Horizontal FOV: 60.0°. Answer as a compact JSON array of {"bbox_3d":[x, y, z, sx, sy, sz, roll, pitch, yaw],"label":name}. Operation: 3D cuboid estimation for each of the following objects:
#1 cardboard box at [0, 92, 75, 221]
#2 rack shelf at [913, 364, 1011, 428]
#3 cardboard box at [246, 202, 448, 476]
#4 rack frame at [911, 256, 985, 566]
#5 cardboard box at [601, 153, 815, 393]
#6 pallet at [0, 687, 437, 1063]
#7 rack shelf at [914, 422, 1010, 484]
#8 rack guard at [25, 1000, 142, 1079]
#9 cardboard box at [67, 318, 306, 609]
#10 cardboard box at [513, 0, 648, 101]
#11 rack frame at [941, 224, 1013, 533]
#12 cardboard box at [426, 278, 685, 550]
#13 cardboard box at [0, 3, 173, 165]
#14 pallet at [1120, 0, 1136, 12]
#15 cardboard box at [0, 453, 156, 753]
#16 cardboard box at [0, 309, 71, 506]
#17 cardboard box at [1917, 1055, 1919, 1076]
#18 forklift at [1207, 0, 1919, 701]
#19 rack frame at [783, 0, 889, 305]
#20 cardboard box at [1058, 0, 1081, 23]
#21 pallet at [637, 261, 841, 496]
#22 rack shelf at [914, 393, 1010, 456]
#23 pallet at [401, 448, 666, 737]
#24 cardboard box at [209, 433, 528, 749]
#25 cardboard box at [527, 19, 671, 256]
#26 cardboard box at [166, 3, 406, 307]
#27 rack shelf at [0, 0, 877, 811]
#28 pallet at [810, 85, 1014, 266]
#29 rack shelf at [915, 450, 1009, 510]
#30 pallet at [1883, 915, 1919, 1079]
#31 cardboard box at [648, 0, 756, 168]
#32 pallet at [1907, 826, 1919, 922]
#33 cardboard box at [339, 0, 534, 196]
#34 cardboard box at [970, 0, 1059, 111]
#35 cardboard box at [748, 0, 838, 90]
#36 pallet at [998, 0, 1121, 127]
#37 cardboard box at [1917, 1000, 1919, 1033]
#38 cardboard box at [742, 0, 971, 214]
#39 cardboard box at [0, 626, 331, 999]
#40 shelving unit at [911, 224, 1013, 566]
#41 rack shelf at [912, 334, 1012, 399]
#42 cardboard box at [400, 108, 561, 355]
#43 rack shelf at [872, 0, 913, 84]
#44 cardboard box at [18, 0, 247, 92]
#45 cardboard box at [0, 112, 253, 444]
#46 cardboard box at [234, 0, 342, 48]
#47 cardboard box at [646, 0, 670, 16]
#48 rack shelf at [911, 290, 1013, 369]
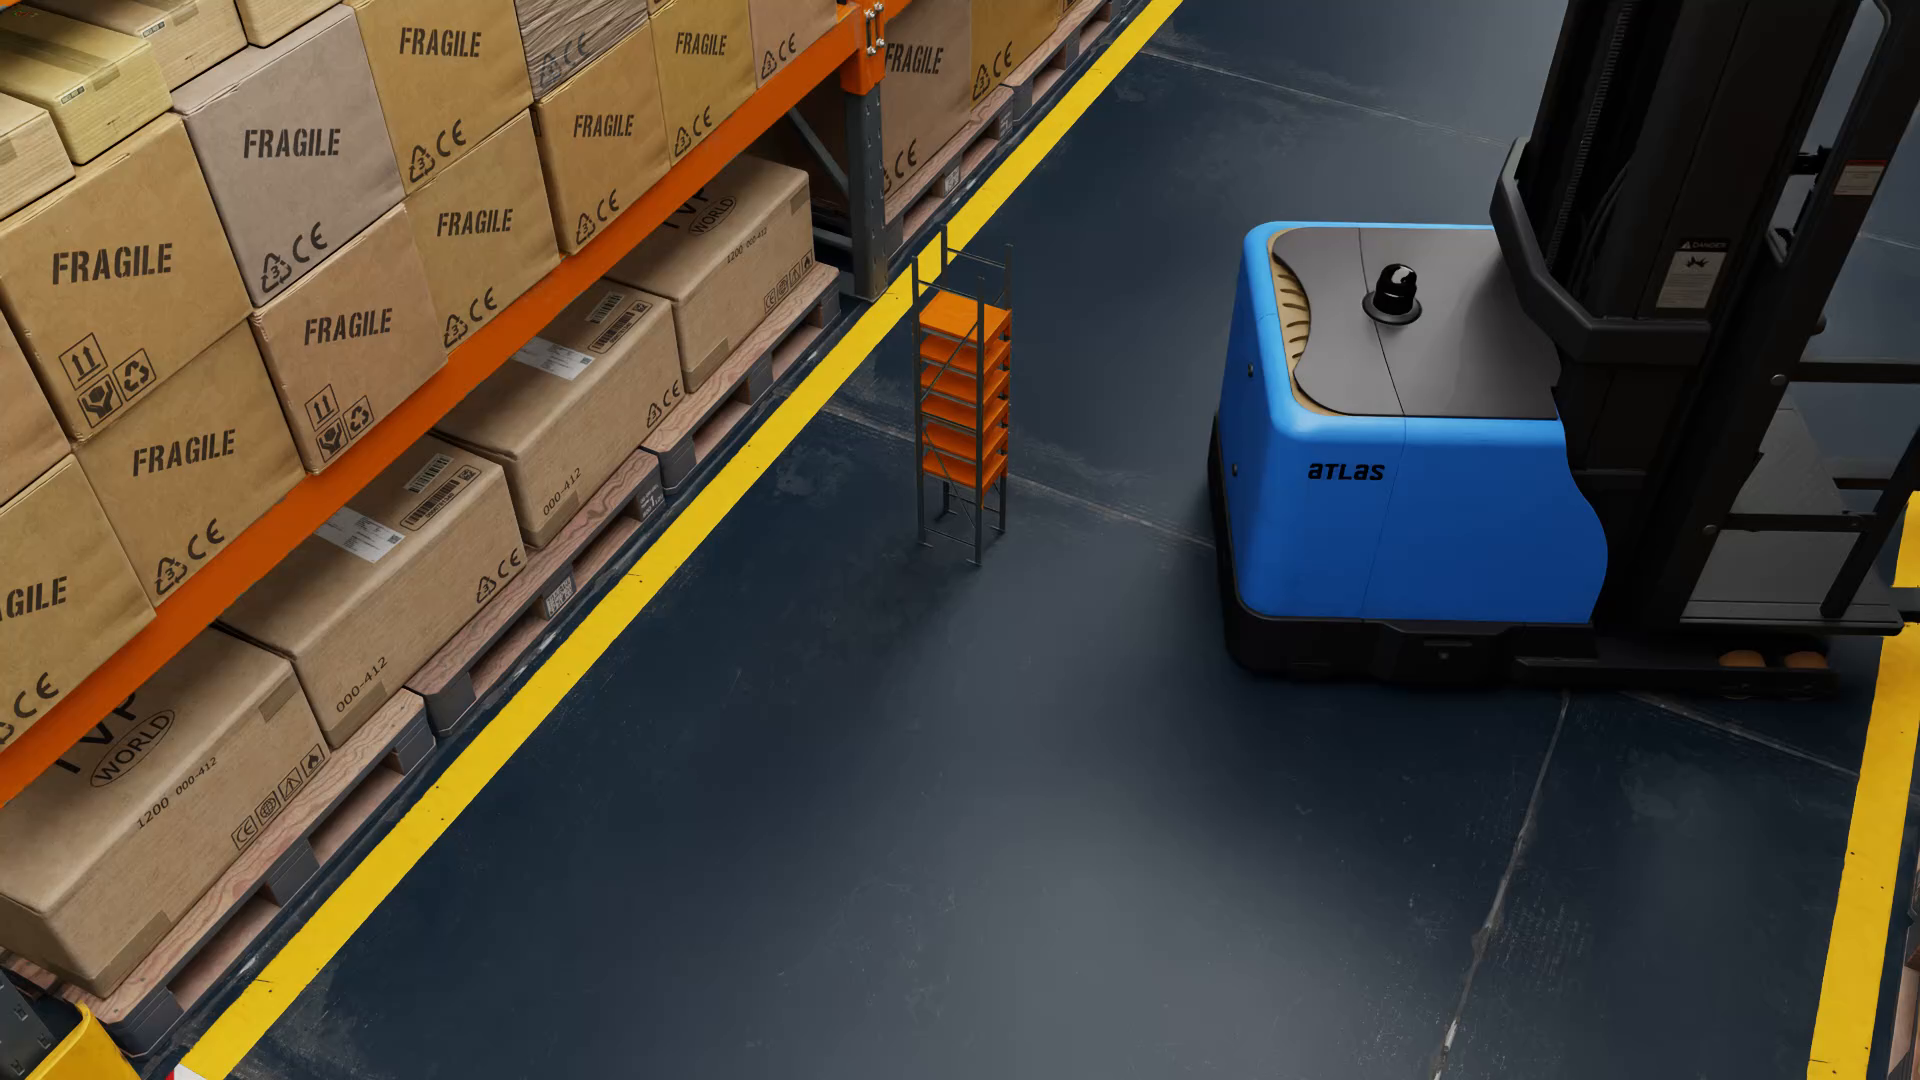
[{"bbox_3d":[-1.928,-0.743,3.146,0.380,0.149,0.250,22,49,20],"label":"cardboard box"},{"bbox_3d":[0.007,-0.484,5.279,0.258,0.103,0.180,20,49,19],"label":"rack shelf"},{"bbox_3d":[-1.679,-0.567,4.131,0.500,0.500,0.500,20,49,19],"label":"cardboard box"},{"bbox_3d":[-0.036,-0.373,5.275,0.240,1.200,0.006,20,49,19],"label":"rack frame"},{"bbox_3d":[-1.148,-1.088,6.223,0.875,0.438,0.875,20,49,19],"label":"cardboard box"},{"bbox_3d":[-2.317,0.769,4.842,1.003,0.211,1.213,20,49,19],"label":"pallet"},{"bbox_3d":[0.007,-0.315,5.449,0.258,0.103,0.180,20,49,19],"label":"rack shelf"},{"bbox_3d":[-2.630,1.212,4.200,1.175,0.500,0.348,20,49,19],"label":"rack guard"},{"bbox_3d":[-1.931,-0.252,3.820,0.500,0.500,0.500,20,49,19],"label":"cardboard box"},{"bbox_3d":[-1.207,-1.559,4.408,0.500,0.500,0.500,21,49,20],"label":"cardboard box"},{"bbox_3d":[0.049,-0.489,5.389,0.240,1.200,0.006,20,49,19],"label":"rack frame"},{"bbox_3d":[-1.563,-0.524,5.665,0.875,0.438,0.875,19,48,18],"label":"cardboard box"},{"bbox_3d":[-1.821,-0.915,3.316,0.380,0.149,0.250,19,48,18],"label":"cardboard box"},{"bbox_3d":[0.663,-3.269,8.833,1.003,0.211,1.213,20,49,19],"label":"pallet"},{"bbox_3d":[-2.141,0.076,3.496,0.500,0.500,0.500,20,49,19],"label":"cardboard box"},{"bbox_3d":[-2.143,-0.277,3.141,0.500,0.500,0.500,19,48,18],"label":"cardboard box"},{"bbox_3d":[2.512,1.216,3.939,0.380,0.149,0.250,21,49,19],"label":"cardboard box"},{"bbox_3d":[2.380,-0.911,4.589,3.031,2.935,1.130,1,45,1],"label":"forklift"},{"bbox_3d":[-0.762,-2.201,5.817,1.000,3.000,0.127,20,49,19],"label":"rack frame"},{"bbox_3d":[0.283,-3.154,7.957,0.875,0.875,0.875,21,49,20],"label":"cardboard box"},{"bbox_3d":[-1.184,-0.768,6.361,1.003,0.211,1.213,20,49,19],"label":"pallet"},{"bbox_3d":[0.007,-0.400,5.364,0.258,0.103,0.180,20,49,19],"label":"rack shelf"},{"bbox_3d":[-1.749,0.003,5.598,1.003,0.211,1.213,20,49,19],"label":"pallet"},{"bbox_3d":[-1.983,0.043,5.104,0.875,0.438,0.875,22,49,20],"label":"cardboard box"},{"bbox_3d":[-1.205,-1.213,4.769,0.500,0.500,0.500,20,49,18],"label":"cardboard box"},{"bbox_3d":[-1.678,-0.931,3.788,0.500,0.500,0.500,20,49,19],"label":"cardboard box"},{"bbox_3d":[-1.690,-0.689,4.827,1.077,0.370,4.000,20,49,19],"label":"rack shelf"},{"bbox_3d":[-0.470,-1.732,7.314,1.003,0.211,1.213,20,49,19],"label":"pallet"},{"bbox_3d":[0.007,-0.231,5.535,0.258,0.103,0.180,20,49,19],"label":"rack shelf"},{"bbox_3d":[2.824,1.556,4.064,1.003,0.211,1.213,20,49,19],"label":"pallet"},{"bbox_3d":[-0.984,-1.534,5.087,0.500,0.500,0.500,19,48,18],"label":"cardboard box"},{"bbox_3d":[3.389,0.784,4.827,1.003,0.211,1.213,20,49,19],"label":"pallet"},{"bbox_3d":[-1.447,-1.246,4.099,0.500,0.500,0.500,21,49,19],"label":"cardboard box"},{"bbox_3d":[-0.132,-2.591,7.400,0.875,0.875,0.875,22,49,20],"label":"cardboard box"},{"bbox_3d":[-0.750,-1.860,5.409,0.500,0.500,0.500,21,49,19],"label":"cardboard box"},{"bbox_3d":[0.095,-2.504,8.076,1.003,0.211,1.213,20,49,19],"label":"pallet"},{"bbox_3d":[2.650,1.178,4.186,0.380,0.149,0.250,19,48,18],"label":"cardboard box"},{"bbox_3d":[-0.545,-2.019,6.835,0.875,0.875,0.875,22,49,20],"label":"cardboard box"},{"bbox_3d":[-2.401,0.623,4.532,0.875,0.438,0.875,19,48,18],"label":"cardboard box"},{"bbox_3d":[0.007,-0.431,5.332,0.258,1.200,0.189,20,49,19],"label":"shelving unit"},{"bbox_3d":[0.007,-0.568,5.193,0.258,0.103,0.180,20,49,19],"label":"rack shelf"},{"bbox_3d":[-1.461,-0.888,4.448,0.500,0.500,0.500,22,49,20],"label":"cardboard box"},{"bbox_3d":[0.167,-3.209,7.318,1.077,0.370,4.000,20,49,19],"label":"rack shelf"},{"bbox_3d":[-1.746,-1.098,3.496,0.380,0.149,0.250,21,49,19],"label":"cardboard box"},{"bbox_3d":[-1.910,-0.604,3.465,0.500,0.500,0.500,19,48,18],"label":"cardboard box"},{"bbox_3d":[-1.593,-1.241,3.638,0.380,0.149,0.250,21,49,19],"label":"cardboard box"},{"bbox_3d":[-0.979,-1.883,4.728,0.500,0.500,0.500,20,49,18],"label":"cardboard box"},{"bbox_3d":[0.007,-0.653,5.108,0.258,0.103,0.180,20,49,19],"label":"rack shelf"}]
